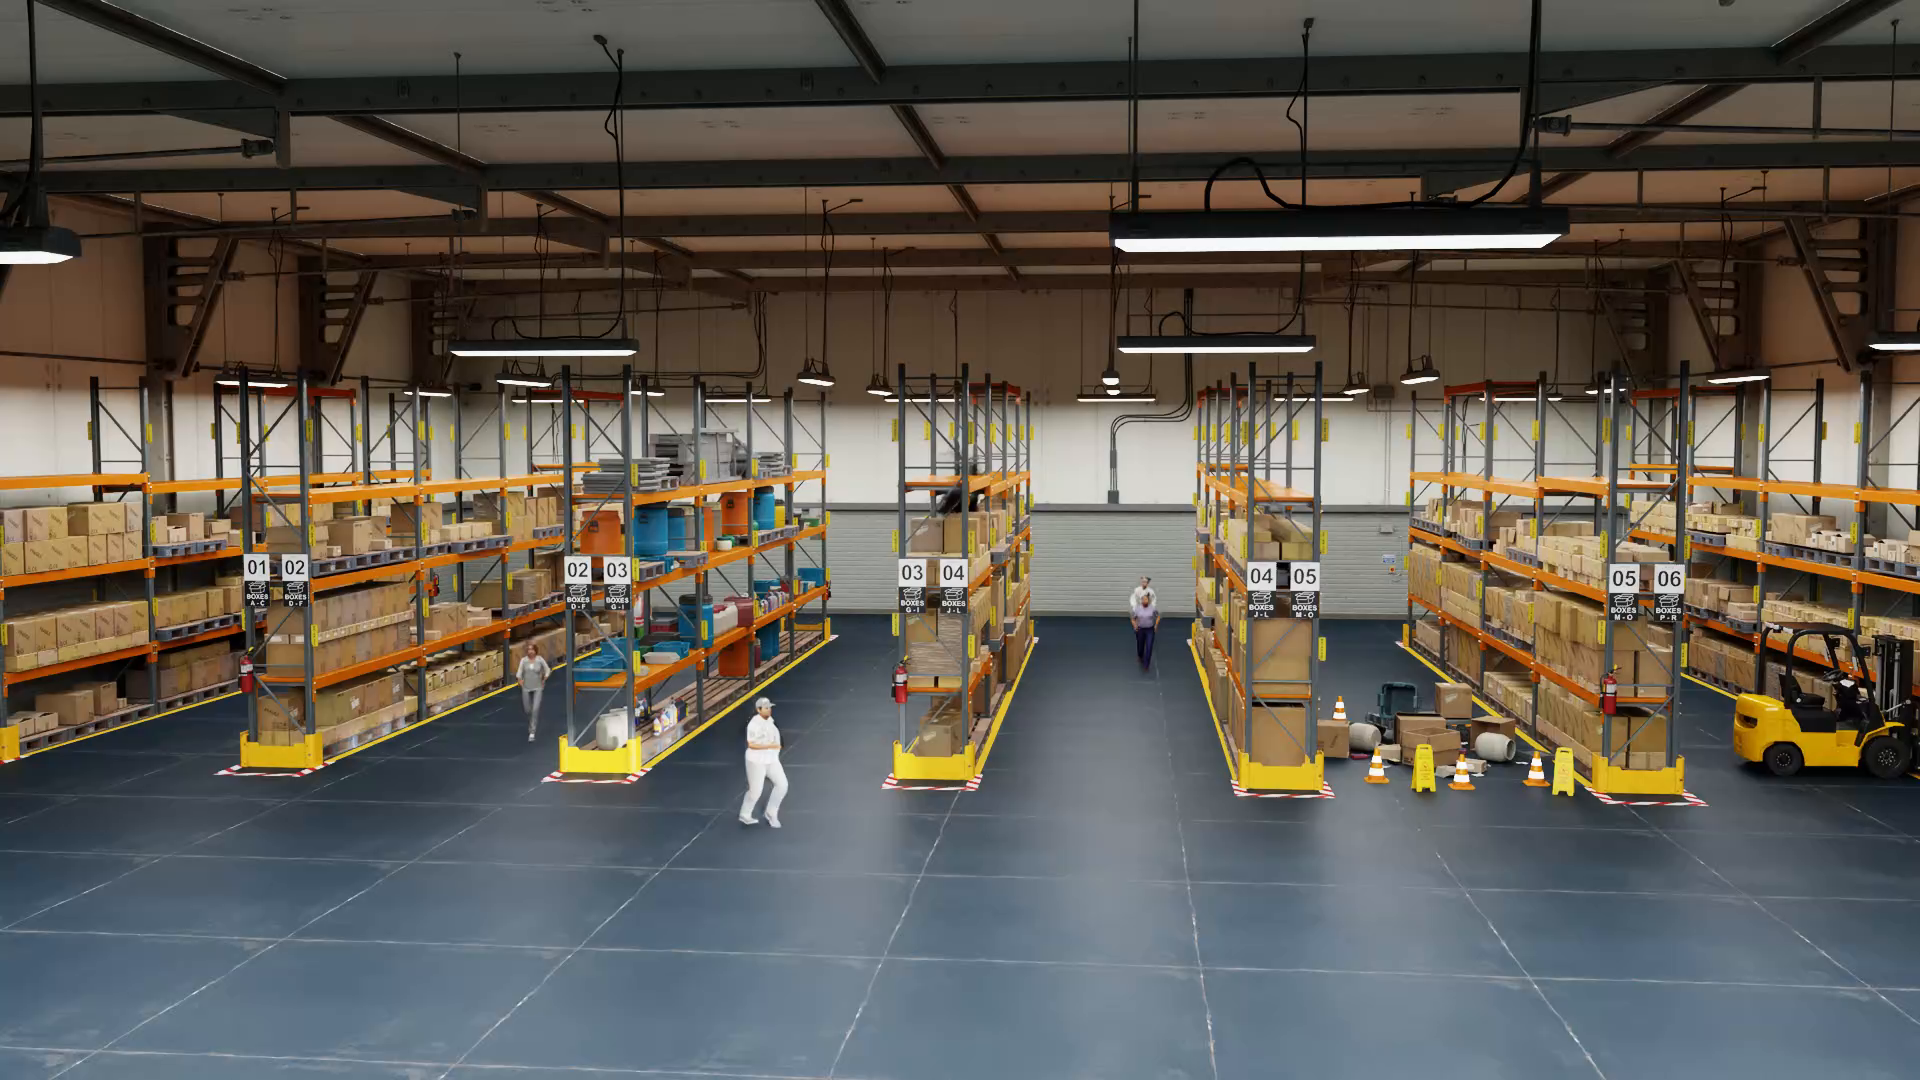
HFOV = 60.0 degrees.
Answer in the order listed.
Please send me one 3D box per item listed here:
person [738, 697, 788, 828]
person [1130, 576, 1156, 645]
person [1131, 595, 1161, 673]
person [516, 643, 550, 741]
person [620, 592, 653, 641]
[{"bbox_3d":[-2.485,2.840,21.070,0.733,1.706,0.561,3,5,36],"label":"person"},{"bbox_3d":[4.334,1.659,39.345,0.621,1.634,0.522,1,4,9],"label":"person"},{"bbox_3d":[3.913,1.959,35.037,0.616,1.619,0.709,0,4,7],"label":"person"},{"bbox_3d":[-7.009,2.471,27.310,0.539,1.583,0.756,-1,4,-8],"label":"person"},{"bbox_3d":[-6.815,1.831,34.992,0.663,1.795,0.984,0,4,-3],"label":"person"}]
